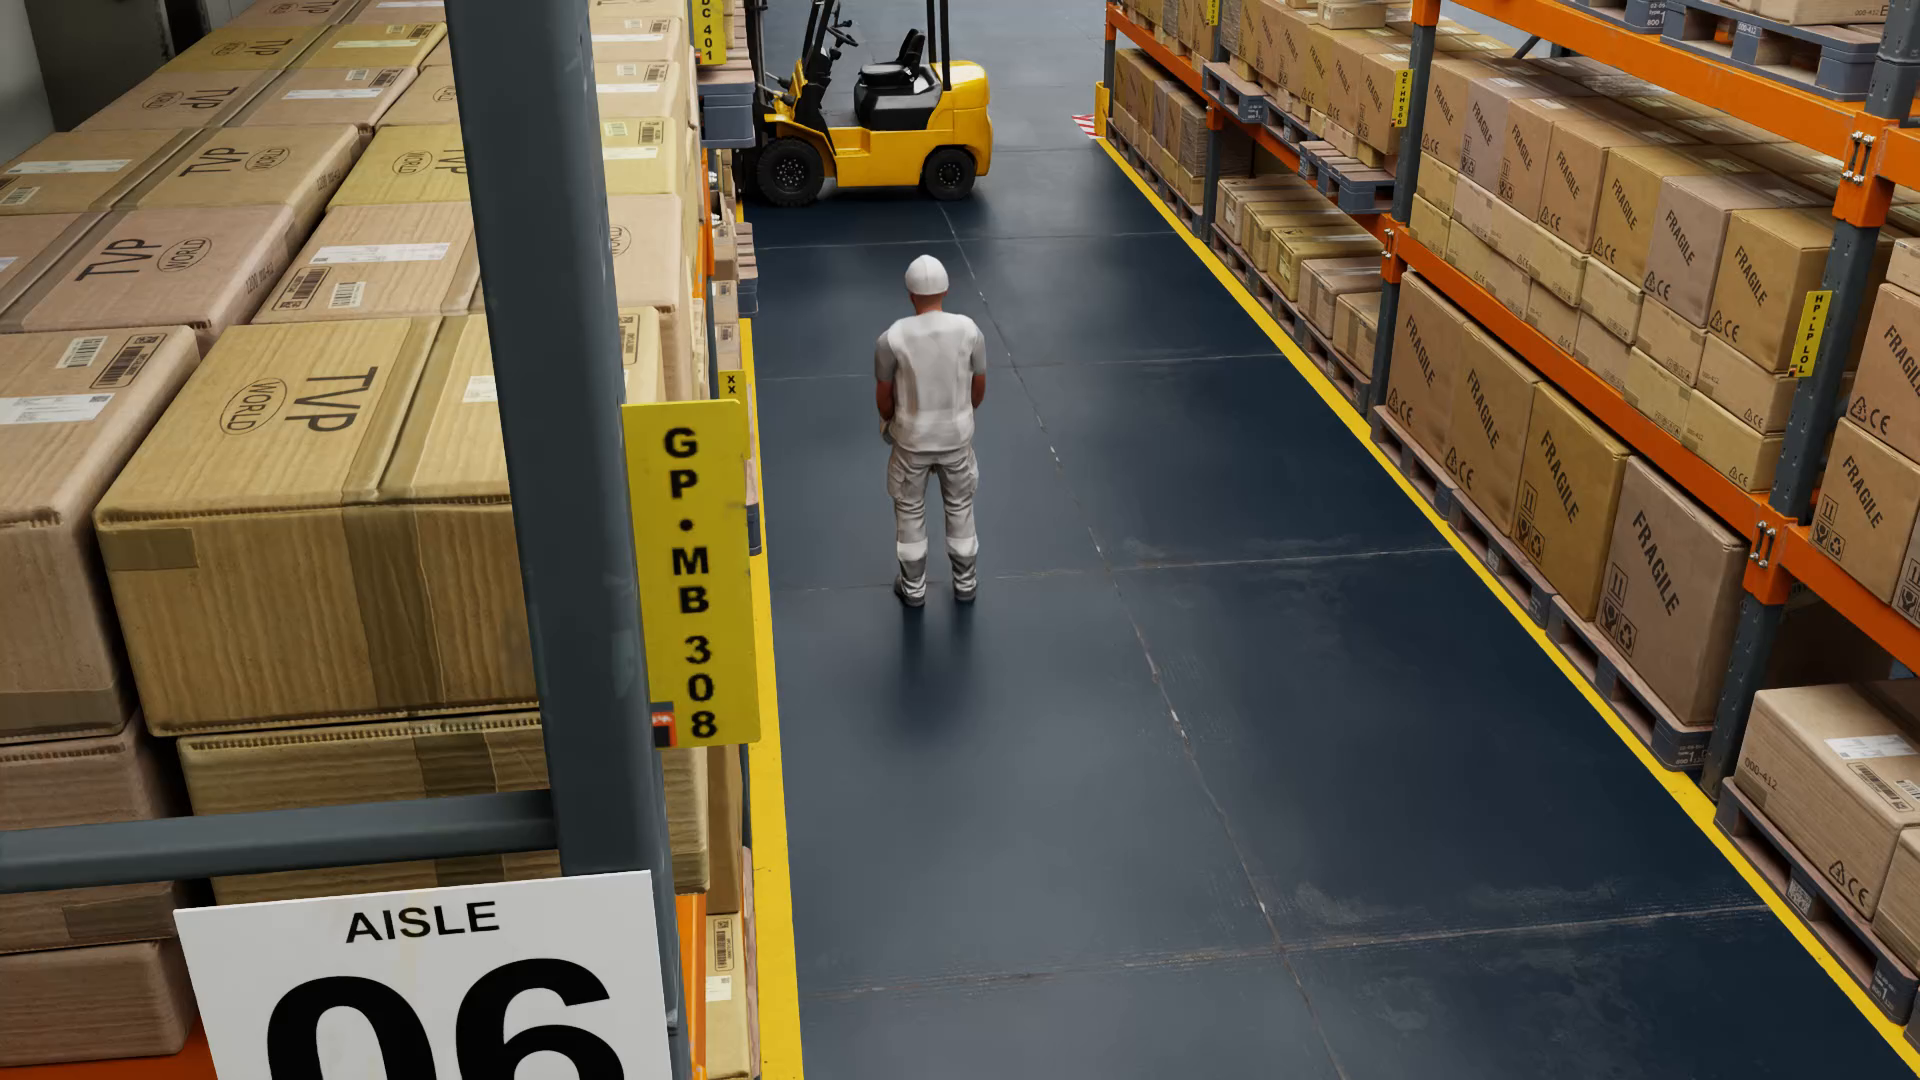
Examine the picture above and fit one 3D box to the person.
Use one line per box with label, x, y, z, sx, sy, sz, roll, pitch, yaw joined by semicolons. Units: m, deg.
person;-0.146;-0.515;8.104;0.539;1.790;0.437;-5;27;-9
